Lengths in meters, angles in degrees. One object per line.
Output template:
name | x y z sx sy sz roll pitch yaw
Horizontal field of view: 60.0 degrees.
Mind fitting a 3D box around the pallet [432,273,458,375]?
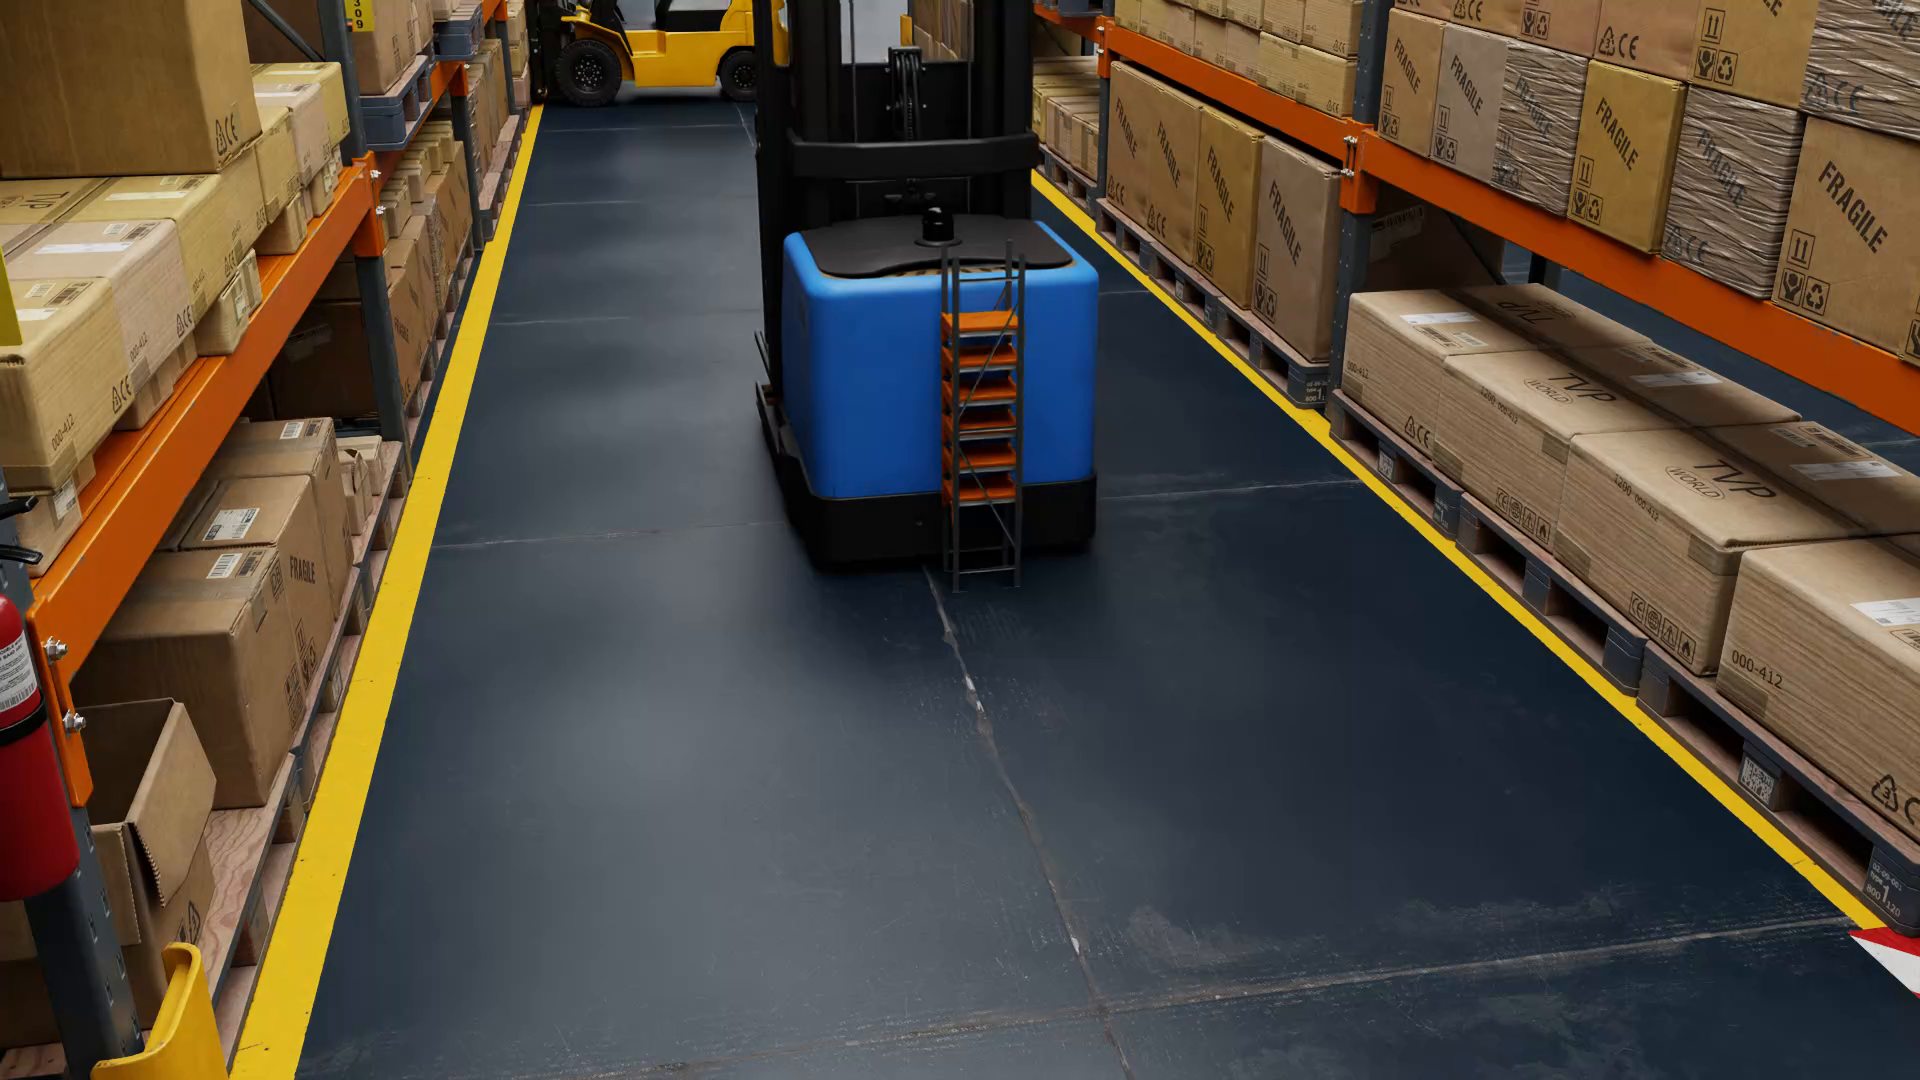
pallet | -3.146 -1.095 8.494 1.003 0.211 1.213 -4 24 -10

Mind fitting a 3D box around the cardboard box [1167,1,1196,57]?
cardboard box | 1.456 -2.830 9.169 0.500 0.250 0.500 -4 24 -8

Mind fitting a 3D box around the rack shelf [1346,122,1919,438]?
rack shelf | 2.518 -0.827 5.296 1.077 0.370 4.000 -4 24 -10

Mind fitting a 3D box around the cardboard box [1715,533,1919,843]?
cardboard box | 2.668 0.359 4.357 0.875 0.438 0.875 -5 24 -12

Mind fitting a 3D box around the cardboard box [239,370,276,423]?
cardboard box | -3.111 -0.793 6.917 0.500 0.500 0.500 -4 24 -10

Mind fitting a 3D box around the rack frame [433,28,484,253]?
rack frame | -3.469 -3.148 9.711 1.000 3.000 0.127 -4 24 -10

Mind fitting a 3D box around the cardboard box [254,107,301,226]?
cardboard box | -2.209 -1.067 4.761 0.500 0.250 0.500 -4 24 -10

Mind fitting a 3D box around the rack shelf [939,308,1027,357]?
rack shelf | 0.075 -0.695 5.553 0.258 0.103 0.180 -5 24 -11

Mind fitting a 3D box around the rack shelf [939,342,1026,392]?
rack shelf | 0.075 -0.585 5.601 0.258 0.103 0.180 -5 24 -11

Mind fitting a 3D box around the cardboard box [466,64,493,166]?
cardboard box | -3.824 -3.020 11.859 0.875 0.625 0.625 -5 24 -12

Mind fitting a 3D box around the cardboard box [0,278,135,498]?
cardboard box | -1.809 -0.268 2.931 0.500 0.250 0.500 -4 24 -9

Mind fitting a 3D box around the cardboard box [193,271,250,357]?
cardboard box | -1.970 -0.546 4.067 0.380 0.149 0.250 -5 24 -11

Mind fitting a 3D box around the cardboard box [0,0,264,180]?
cardboard box | -2.086 -1.201 4.131 0.500 0.500 0.500 -4 24 -8

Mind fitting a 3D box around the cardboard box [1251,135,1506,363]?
cardboard box | 1.955 -1.400 7.839 0.875 0.875 0.875 -4 24 -8

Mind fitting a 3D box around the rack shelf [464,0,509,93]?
rack shelf | -3.839 -3.605 11.656 1.077 0.370 4.000 -4 24 -10

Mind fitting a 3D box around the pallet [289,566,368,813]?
pallet | -2.374 0.454 4.947 1.003 0.211 1.213 -4 24 -10

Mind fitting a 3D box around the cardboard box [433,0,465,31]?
cardboard box | -3.311 -3.272 10.182 0.500 0.250 0.500 -4 24 -10

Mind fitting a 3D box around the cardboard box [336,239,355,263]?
cardboard box | -2.593 -1.212 6.693 0.380 0.149 0.250 -5 24 -11

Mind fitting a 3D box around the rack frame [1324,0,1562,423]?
rack frame | 2.148 -1.944 6.953 1.000 3.000 0.127 -4 24 -10

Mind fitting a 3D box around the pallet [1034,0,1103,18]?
pallet | 1.172 -3.702 11.217 1.213 0.211 1.003 -4 24 -10

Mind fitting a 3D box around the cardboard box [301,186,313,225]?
cardboard box | -2.259 -1.047 5.213 0.380 0.149 0.250 -4 24 -8

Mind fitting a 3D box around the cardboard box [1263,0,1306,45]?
cardboard box | 1.728 -2.456 7.687 0.500 0.250 0.500 -4 24 -8

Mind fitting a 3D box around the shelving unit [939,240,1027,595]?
shelving unit | 0.075 -0.406 5.680 0.258 1.200 0.189 -5 24 -11

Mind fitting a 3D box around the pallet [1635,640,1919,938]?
pallet | 2.663 0.599 4.615 1.003 0.211 1.213 -4 24 -10

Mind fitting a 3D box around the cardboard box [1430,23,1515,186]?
cardboard box | 2.067 -1.587 6.012 0.500 0.500 0.500 -4 24 -9

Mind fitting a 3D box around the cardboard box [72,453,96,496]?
cardboard box | -1.873 -0.133 3.120 0.380 0.149 0.250 -4 24 -8

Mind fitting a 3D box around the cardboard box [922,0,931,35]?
cardboard box | -0.087 -5.387 16.811 0.500 0.500 0.500 -5 24 -12

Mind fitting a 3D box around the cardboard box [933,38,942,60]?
cardboard box | 0.007 -4.843 16.503 0.500 0.250 0.500 -3 24 -6

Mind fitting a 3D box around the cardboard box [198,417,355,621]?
cardboard box | -2.321 -0.044 5.200 0.700 0.500 0.500 -5 24 -12

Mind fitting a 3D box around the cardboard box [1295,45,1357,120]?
cardboard box | 1.818 -2.033 7.344 0.500 0.250 0.500 -5 24 -11

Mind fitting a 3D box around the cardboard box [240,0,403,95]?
cardboard box | -2.599 -2.020 6.478 0.700 0.500 0.500 -4 24 -8

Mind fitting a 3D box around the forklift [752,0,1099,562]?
forklift | -0.304 -1.827 6.770 1.130 2.935 3.031 -5 24 -11

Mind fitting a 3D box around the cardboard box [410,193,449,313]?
cardboard box | -2.883 -1.439 8.395 0.500 0.500 0.500 -5 24 -12

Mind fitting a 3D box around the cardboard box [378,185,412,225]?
cardboard box | -2.837 -1.589 7.928 0.380 0.149 0.250 -3 24 -8

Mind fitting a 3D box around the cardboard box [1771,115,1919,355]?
cardboard box | 2.461 -0.785 4.174 0.500 0.500 0.500 -5 24 -11

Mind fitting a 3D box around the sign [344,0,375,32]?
sign | -2.197 -2.015 6.034 0.100 0.325 0.005 -4 24 -10

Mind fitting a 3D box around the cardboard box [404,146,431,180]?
cardboard box | -3.038 -1.998 8.865 0.380 0.149 0.250 -4 24 -8

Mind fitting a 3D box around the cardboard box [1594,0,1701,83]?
cardboard box | 2.260 -1.643 4.889 0.500 0.500 0.500 -4 24 -10

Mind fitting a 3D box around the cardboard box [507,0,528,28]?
cardboard box | -4.177 -4.722 14.977 0.500 0.250 0.500 -3 24 -8

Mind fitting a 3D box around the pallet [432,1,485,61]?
pallet | -3.274 -2.799 9.151 1.213 0.211 1.003 -4 24 -10

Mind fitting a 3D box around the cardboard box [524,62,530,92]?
cardboard box | -4.082 -4.067 14.726 0.500 0.250 0.500 -5 24 -11

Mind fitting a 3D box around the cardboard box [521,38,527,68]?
cardboard box | -4.090 -4.294 14.621 0.500 0.250 0.500 -4 24 -10

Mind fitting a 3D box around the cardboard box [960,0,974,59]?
cardboard box | 0.296 -4.579 14.961 0.500 0.500 0.500 -5 24 -10

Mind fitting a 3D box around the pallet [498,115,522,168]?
pallet | -4.034 -3.157 13.214 1.003 0.211 1.213 -4 24 -10

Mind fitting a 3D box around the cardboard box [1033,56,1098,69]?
cardboard box | 0.768 -3.873 14.128 0.950 0.372 0.625 -4 24 -9

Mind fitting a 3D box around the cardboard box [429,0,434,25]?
cardboard box | -2.985 -2.760 8.167 0.797 0.503 0.637 -5 24 -11

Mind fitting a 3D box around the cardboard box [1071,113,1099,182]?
cardboard box | 1.314 -2.728 11.508 0.950 0.372 0.625 -6 24 -13
